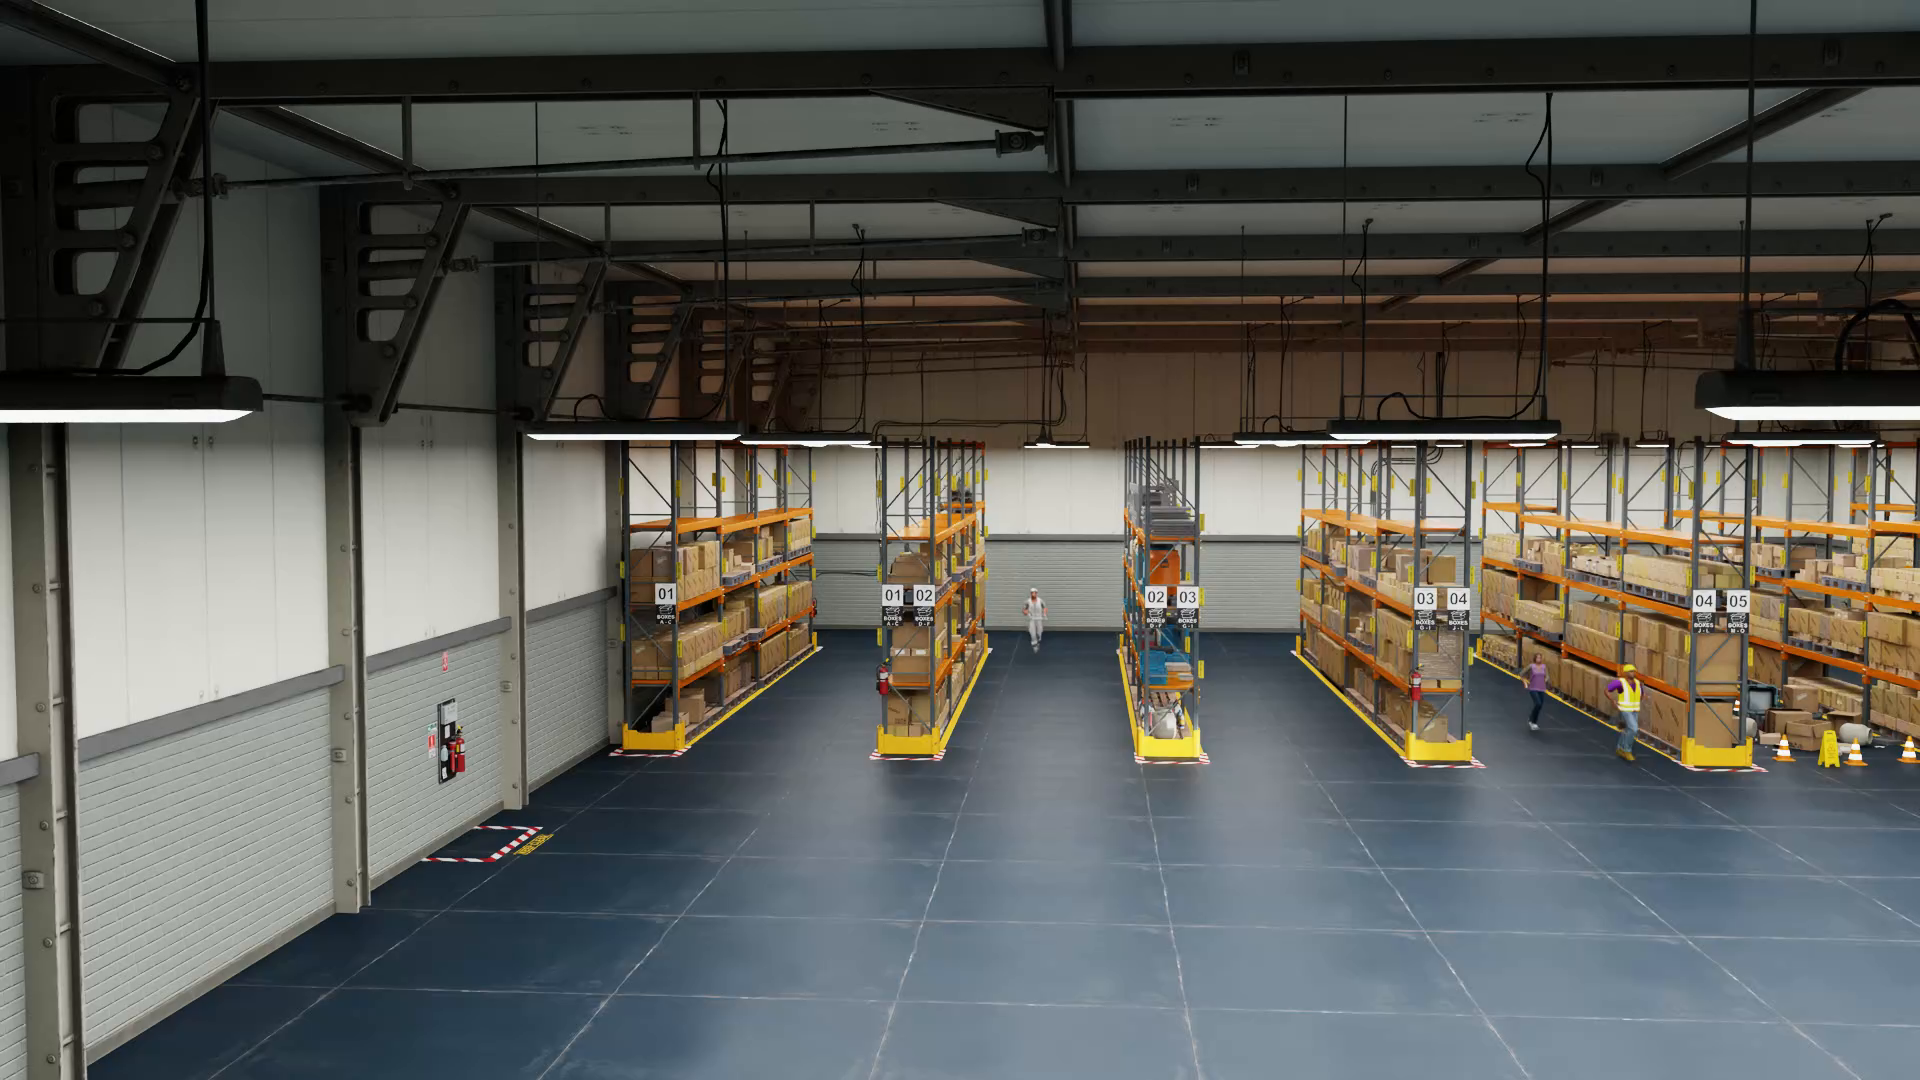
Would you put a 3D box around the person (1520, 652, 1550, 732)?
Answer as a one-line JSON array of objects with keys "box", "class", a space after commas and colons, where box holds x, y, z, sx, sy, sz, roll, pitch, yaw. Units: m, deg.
[{"box": [11.787, 3.103, 33.980, 0.506, 1.613, 0.681, -1, 3, -11], "class": "person"}]

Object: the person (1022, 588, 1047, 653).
[{"box": [2.013, 2.169, 44.860, 0.676, 1.732, 0.579, 0, 3, 1], "class": "person"}]

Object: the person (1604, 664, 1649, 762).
[{"box": [12.407, 3.201, 30.830, 0.687, 1.803, 0.708, -1, 3, -21], "class": "person"}]
